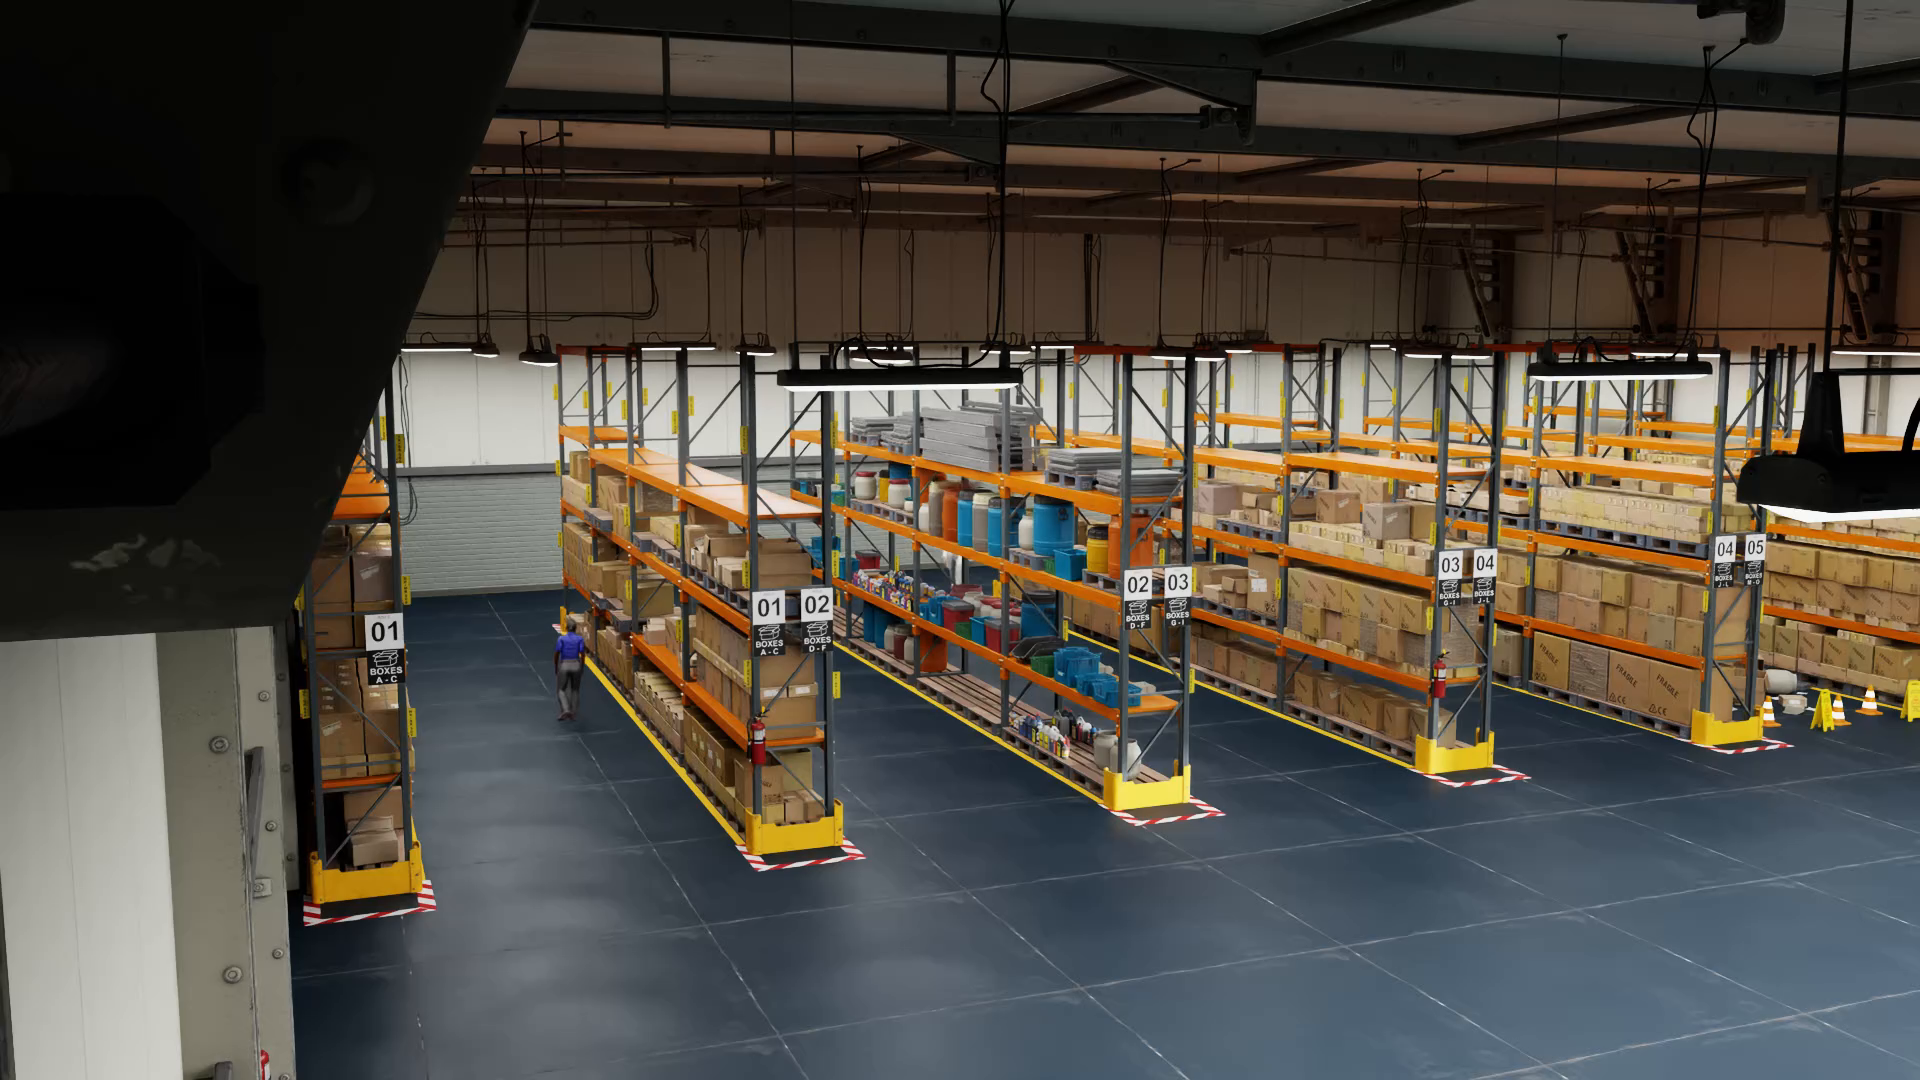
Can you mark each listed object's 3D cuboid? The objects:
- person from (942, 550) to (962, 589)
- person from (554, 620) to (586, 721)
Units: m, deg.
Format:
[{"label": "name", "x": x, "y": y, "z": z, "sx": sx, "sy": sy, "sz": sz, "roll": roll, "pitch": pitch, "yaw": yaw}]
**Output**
[{"label": "person", "x": -0.108, "y": 0.410, "z": 39.771, "sx": 0.594, "sy": 1.721, "sz": 1.202, "roll": 1, "pitch": 7, "yaw": 7}, {"label": "person", "x": -6.290, "y": 2.123, "z": 26.870, "sx": 0.501, "sy": 1.631, "sz": 0.623, "roll": -2, "pitch": 8, "yaw": -18}]
